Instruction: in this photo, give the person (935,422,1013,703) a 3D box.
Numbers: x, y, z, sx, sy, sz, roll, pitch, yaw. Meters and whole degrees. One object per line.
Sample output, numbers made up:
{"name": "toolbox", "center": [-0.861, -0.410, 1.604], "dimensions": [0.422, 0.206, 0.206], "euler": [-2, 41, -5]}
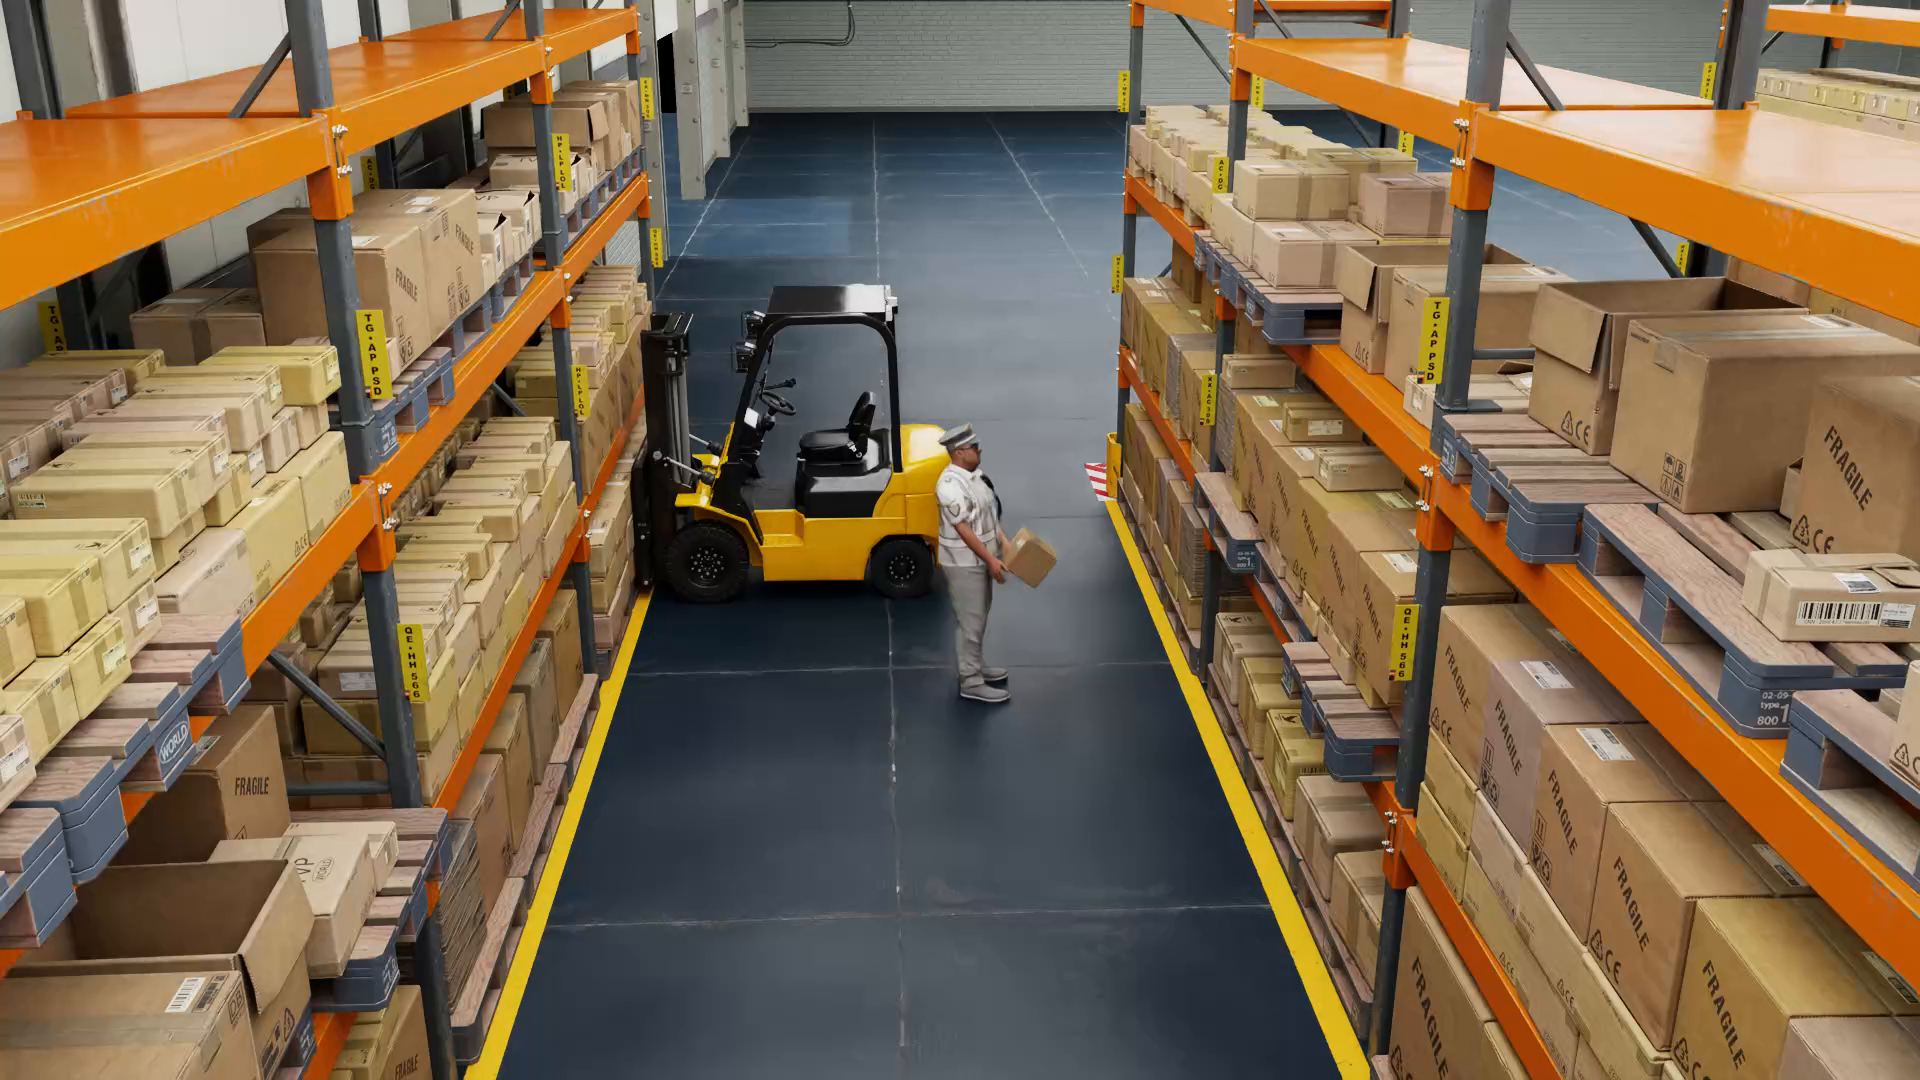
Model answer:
{"name": "person", "center": [0.123, 0.117, 10.689], "dimensions": [0.532, 1.786, 0.531], "euler": [6, 21, 16]}
